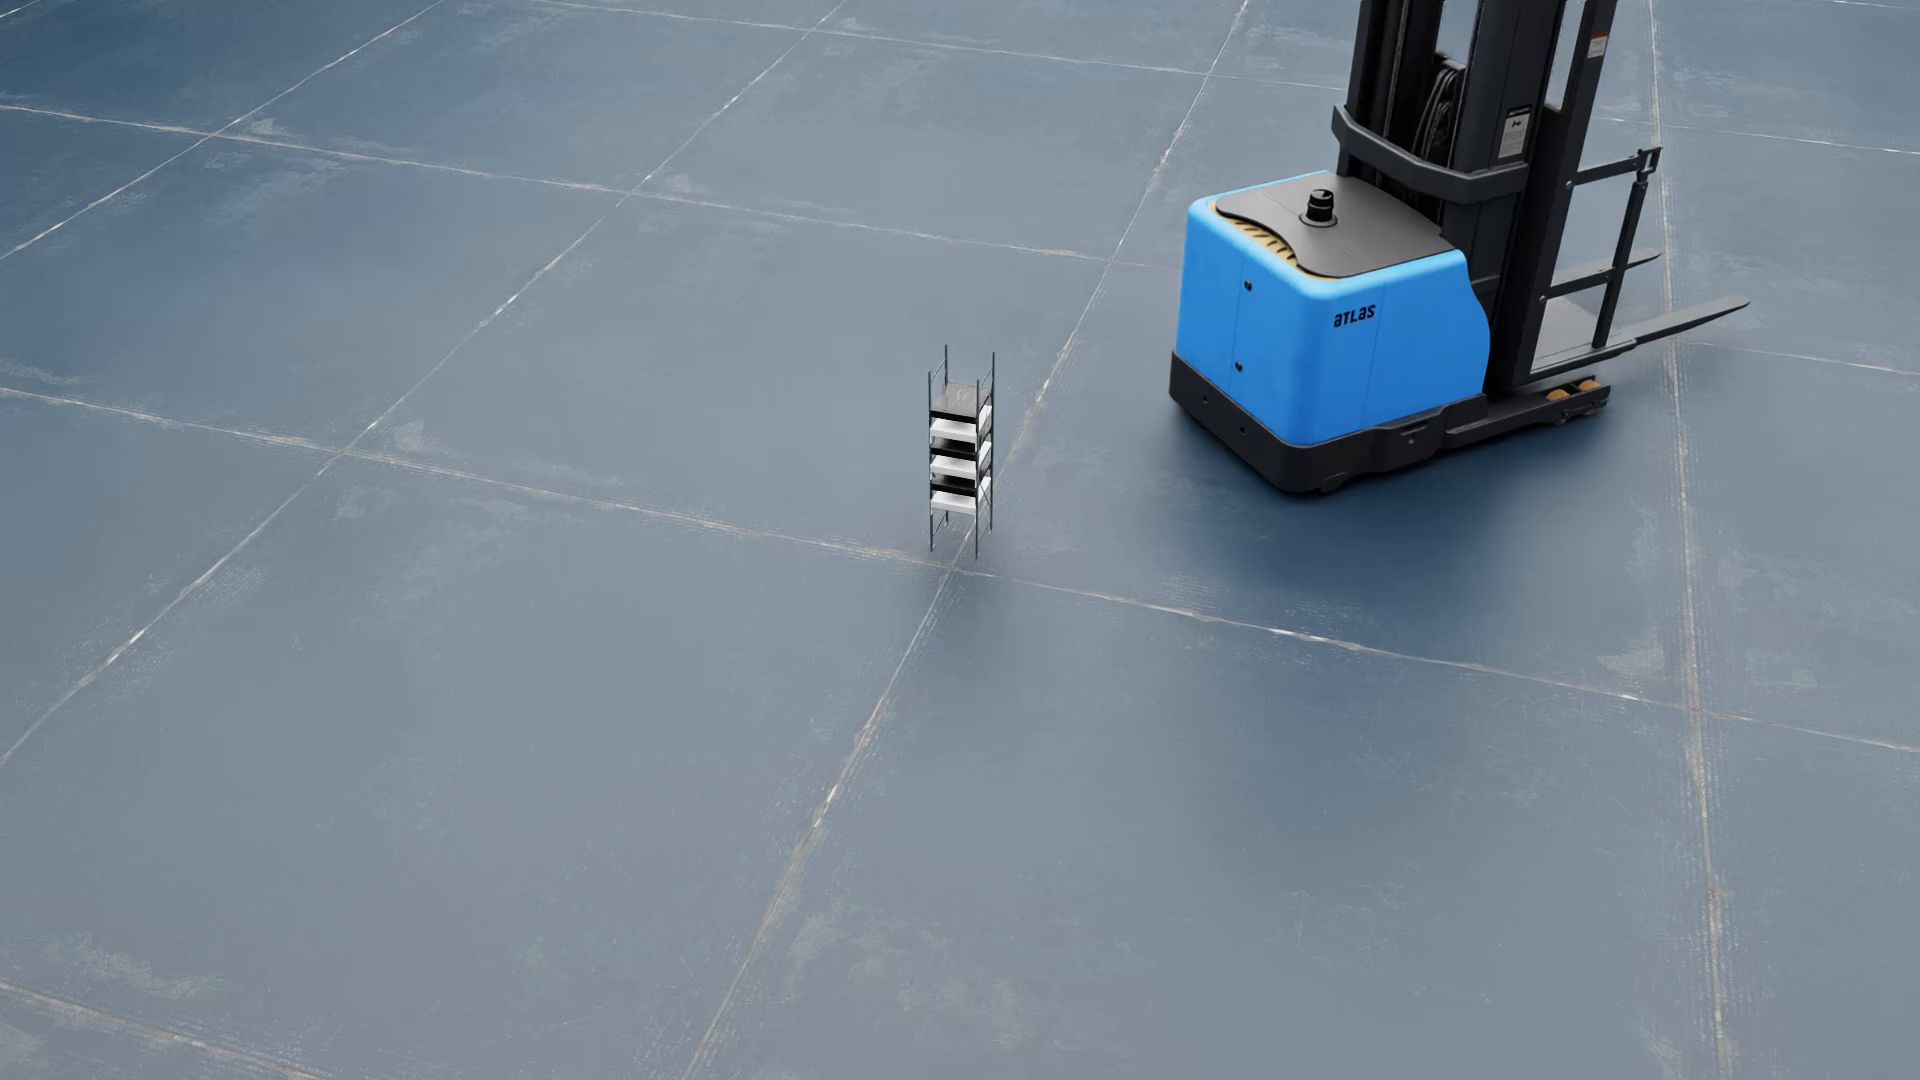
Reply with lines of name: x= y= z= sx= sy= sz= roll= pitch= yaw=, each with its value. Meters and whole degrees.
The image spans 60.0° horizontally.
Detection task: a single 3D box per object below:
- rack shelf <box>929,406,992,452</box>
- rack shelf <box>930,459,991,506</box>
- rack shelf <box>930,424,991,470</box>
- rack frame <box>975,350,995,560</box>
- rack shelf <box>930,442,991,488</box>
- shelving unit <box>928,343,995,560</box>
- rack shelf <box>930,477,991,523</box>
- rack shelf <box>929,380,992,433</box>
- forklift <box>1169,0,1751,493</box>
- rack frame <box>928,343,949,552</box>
rack shelf: x=0.008 y=-0.479 z=6.894 sx=0.200 sy=0.077 sz=0.258 roll=10 pitch=38 yaw=14
rack shelf: x=0.008 y=-0.262 z=7.054 sx=0.200 sy=0.077 sz=0.258 roll=10 pitch=38 yaw=14
rack shelf: x=0.008 y=-0.407 z=6.948 sx=0.200 sy=0.077 sz=0.258 roll=10 pitch=38 yaw=14
rack frame: x=0.105 y=-0.343 z=6.957 sx=0.006 sy=0.900 sz=0.240 roll=10 pitch=38 yaw=14
rack shelf: x=0.008 y=-0.334 z=7.001 sx=0.200 sy=0.077 sz=0.258 roll=10 pitch=38 yaw=14
shelving unit: x=0.008 y=-0.361 z=6.981 sx=0.210 sy=0.900 sz=0.258 roll=10 pitch=38 yaw=14
rack shelf: x=0.008 y=-0.189 z=7.108 sx=0.200 sy=0.077 sz=0.258 roll=10 pitch=38 yaw=14
rack shelf: x=0.008 y=-0.552 z=6.841 sx=0.200 sy=0.077 sz=0.258 roll=10 pitch=38 yaw=14
forklift: x=2.568 y=-1.997 z=7.490 sx=3.031 sy=2.935 sz=1.130 roll=-17 pitch=40 yaw=-21
rack frame: x=-0.089 y=-0.379 z=7.006 sx=0.006 sy=0.900 sz=0.240 roll=10 pitch=38 yaw=14
